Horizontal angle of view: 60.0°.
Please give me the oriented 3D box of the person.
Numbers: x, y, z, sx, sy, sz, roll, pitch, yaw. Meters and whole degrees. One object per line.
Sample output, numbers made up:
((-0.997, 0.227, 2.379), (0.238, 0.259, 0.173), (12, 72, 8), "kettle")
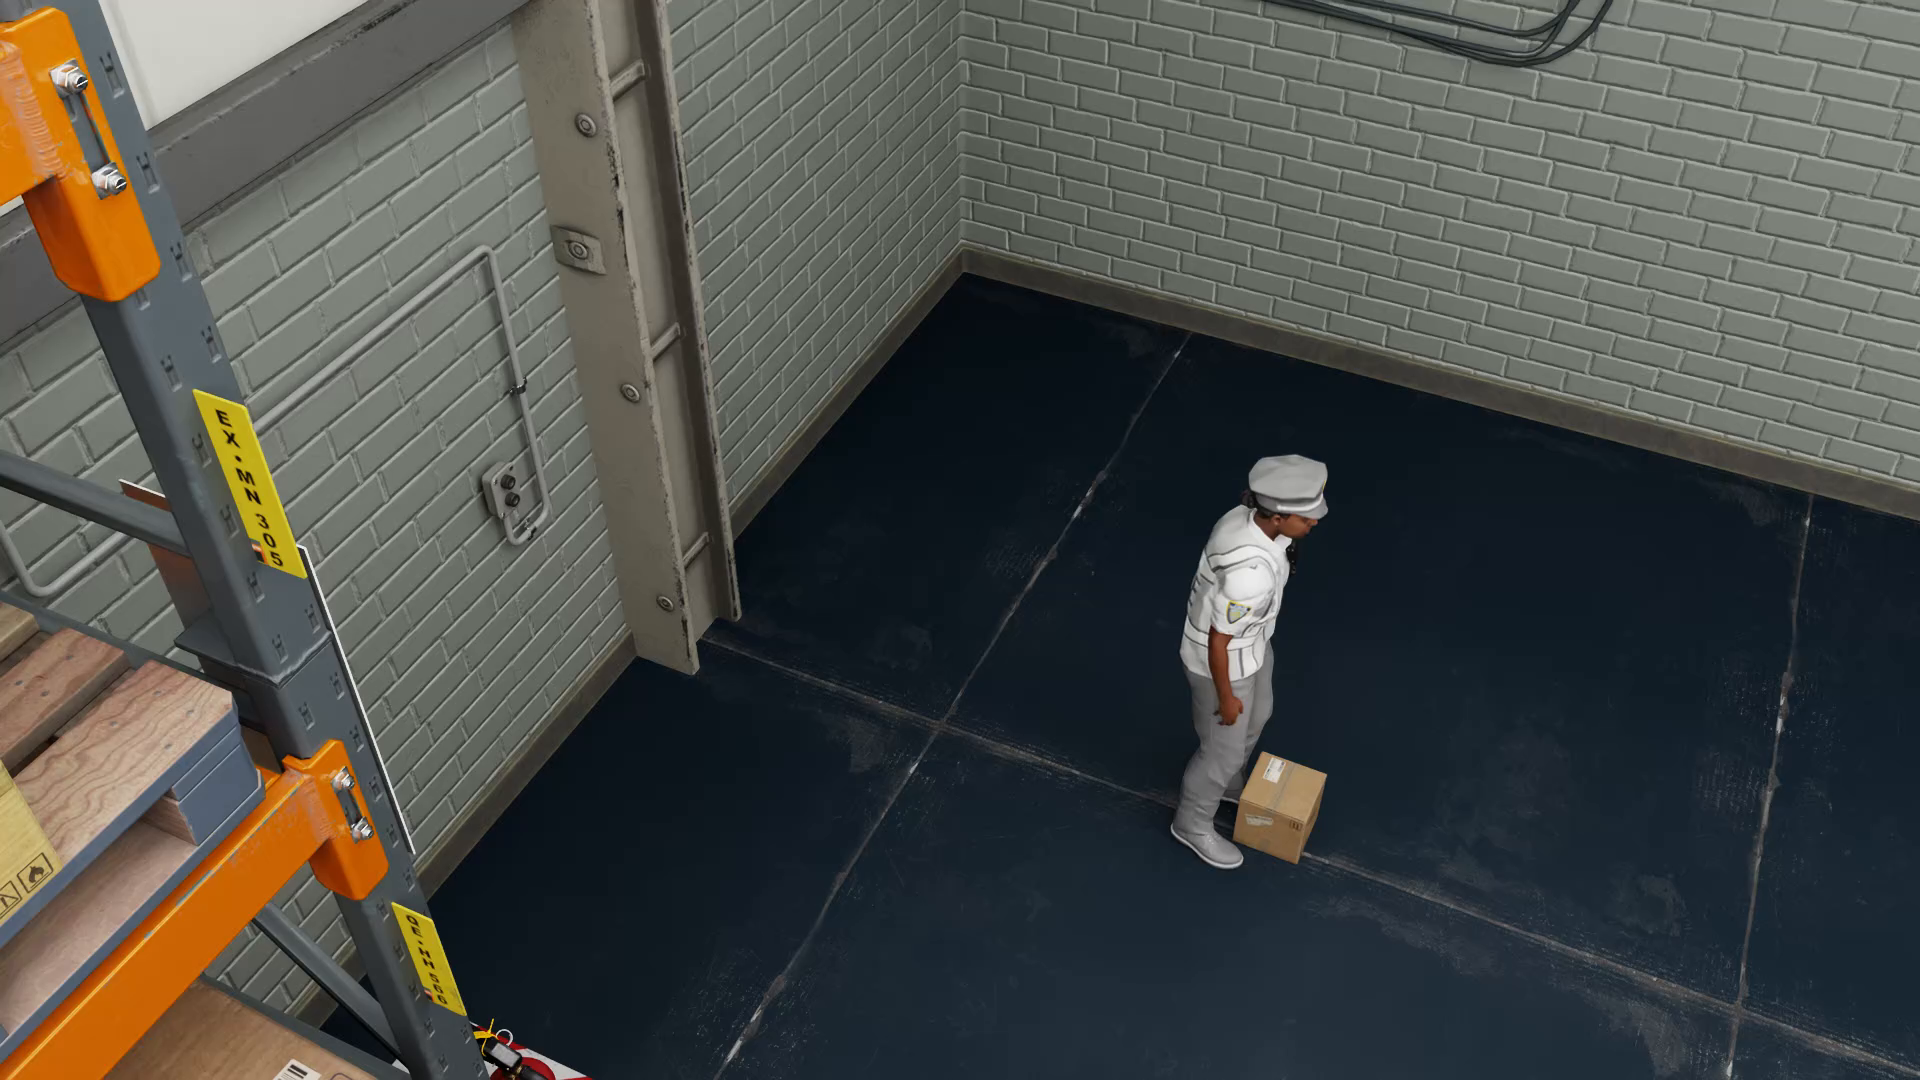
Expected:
((0.971, 0.408, 5.712), (0.427, 1.658, 0.522), (15, 44, 16), "person")
